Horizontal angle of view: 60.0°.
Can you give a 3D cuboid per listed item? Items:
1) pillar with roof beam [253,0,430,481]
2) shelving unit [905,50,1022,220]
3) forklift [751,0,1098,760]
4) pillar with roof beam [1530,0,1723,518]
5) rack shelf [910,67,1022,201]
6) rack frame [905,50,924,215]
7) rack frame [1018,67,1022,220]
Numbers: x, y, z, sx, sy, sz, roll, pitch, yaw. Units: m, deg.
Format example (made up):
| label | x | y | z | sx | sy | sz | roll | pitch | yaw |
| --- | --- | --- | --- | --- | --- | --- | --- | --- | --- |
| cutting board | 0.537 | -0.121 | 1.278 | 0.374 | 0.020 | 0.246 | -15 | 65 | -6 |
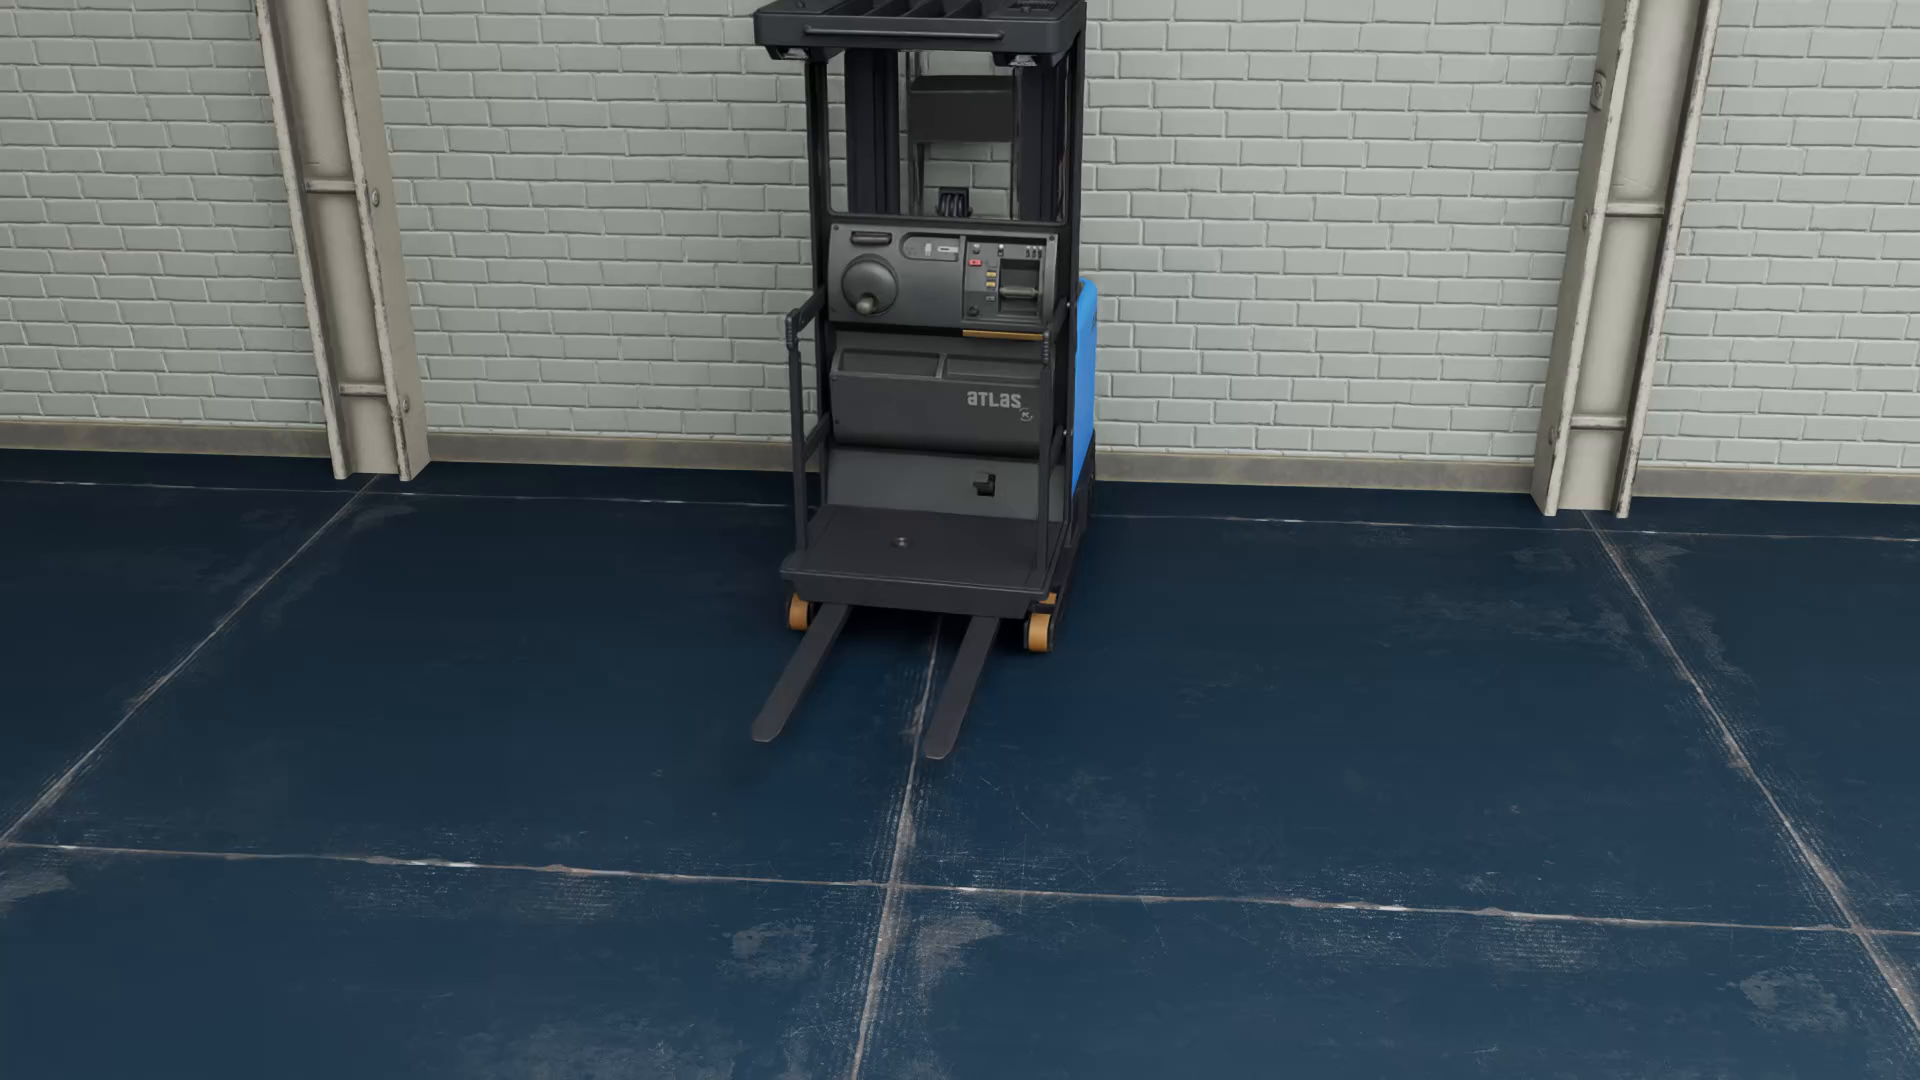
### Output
| label | x | y | z | sx | sy | sz | roll | pitch | yaw |
| --- | --- | --- | --- | --- | --- | --- | --- | --- | --- |
| pillar with roof beam | -3.291 | -2.662 | 2.769 | 0.400 | 9.000 | 9.100 | 2 | 25 | 4 |
| shelving unit | 0.052 | -1.216 | 7.806 | 0.503 | 2.100 | 0.431 | 1 | 25 | 5 |
| forklift | -0.110 | -1.037 | 6.498 | 1.130 | 2.935 | 3.031 | 4 | 25 | 10 |
| pillar with roof beam | 2.691 | -2.470 | 2.352 | 0.400 | 9.000 | 9.100 | 2 | 25 | 4 |
| rack shelf | 0.037 | -1.839 | 7.520 | 0.480 | 0.518 | 0.431 | 1 | 25 | 5 |
| rack frame | -0.191 | -1.220 | 7.827 | 0.015 | 2.100 | 0.400 | 1 | 25 | 5 |
| rack frame | 0.295 | -1.212 | 7.785 | 0.015 | 2.100 | 0.400 | 1 | 25 | 5 |
